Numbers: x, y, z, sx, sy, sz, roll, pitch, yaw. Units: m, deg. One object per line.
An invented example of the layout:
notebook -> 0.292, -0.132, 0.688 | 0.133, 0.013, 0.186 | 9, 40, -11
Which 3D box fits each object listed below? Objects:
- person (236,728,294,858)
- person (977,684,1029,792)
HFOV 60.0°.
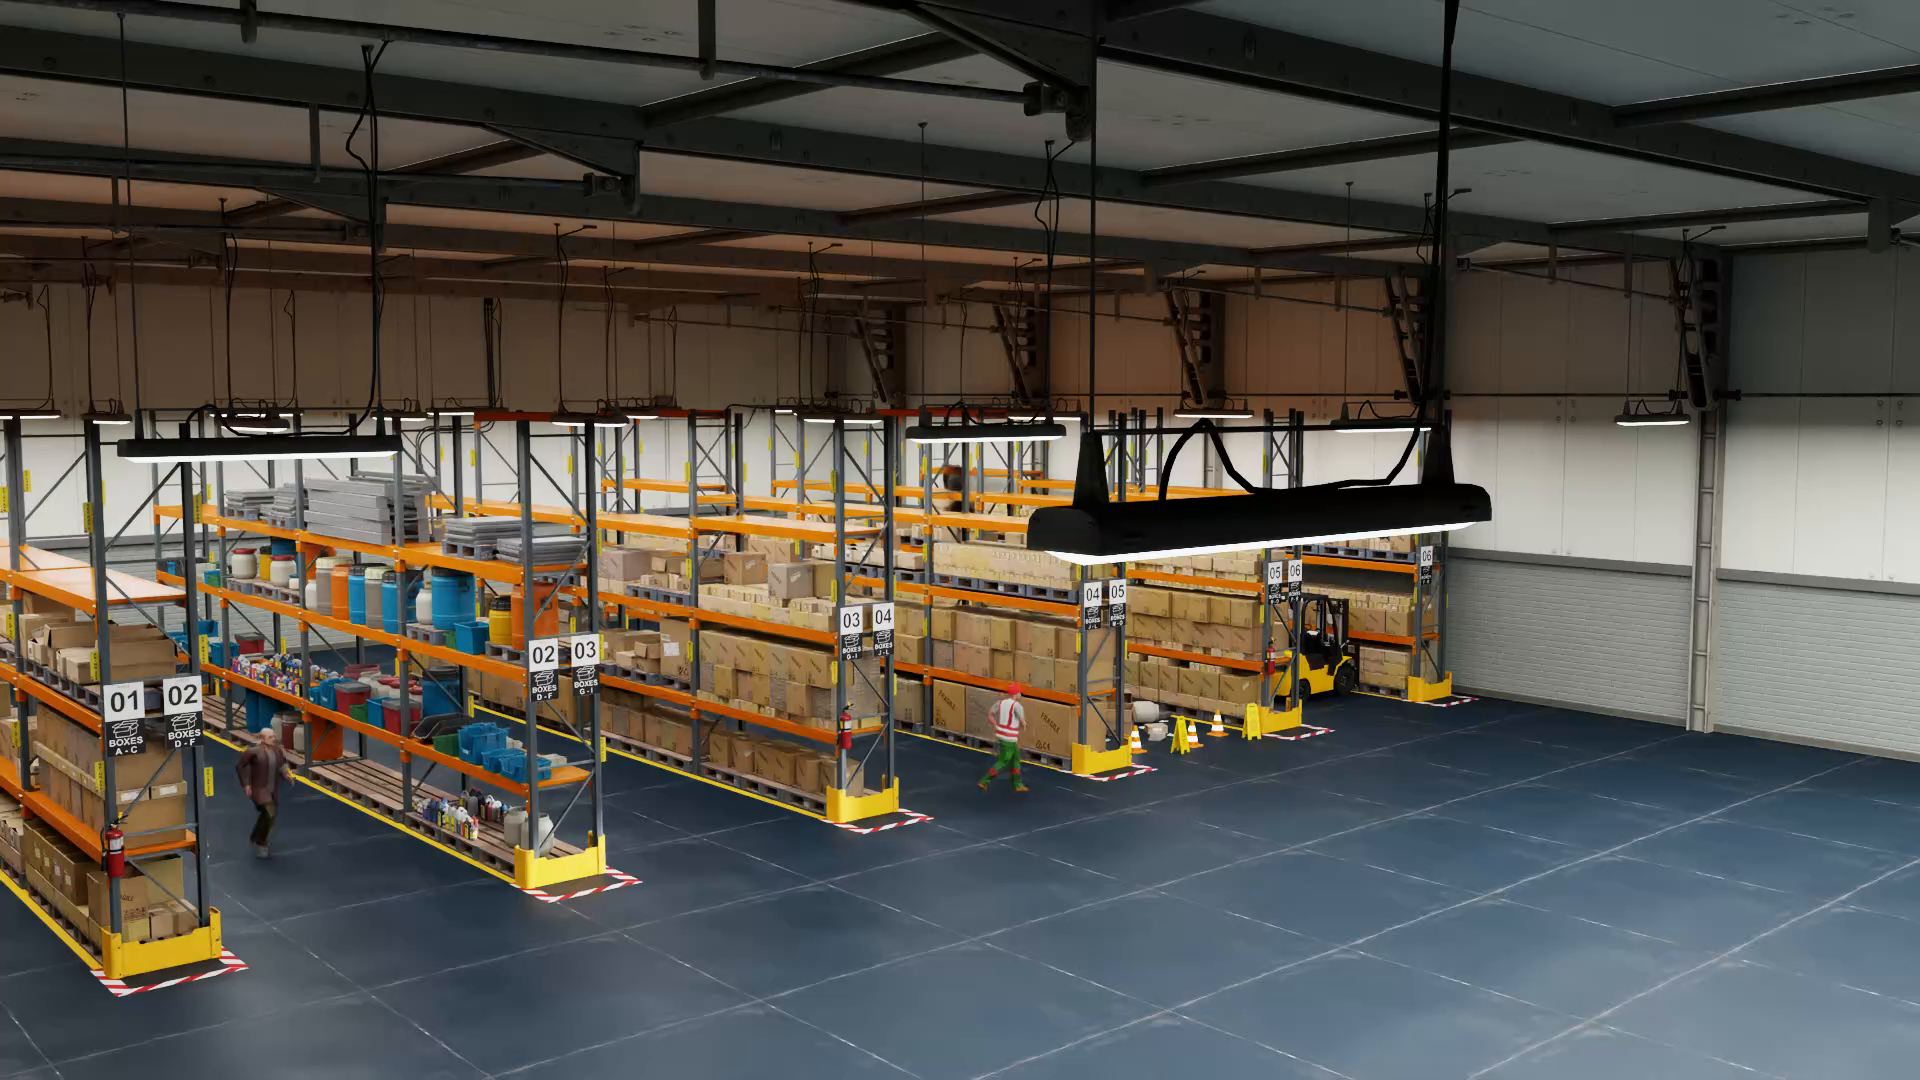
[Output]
person -> -9.544, 3.477, 22.829 | 0.863, 1.825, 0.626 | 2, 6, 26
person -> 0.708, 3.141, 26.153 | 0.895, 1.747, 0.628 | -3, 6, -30
